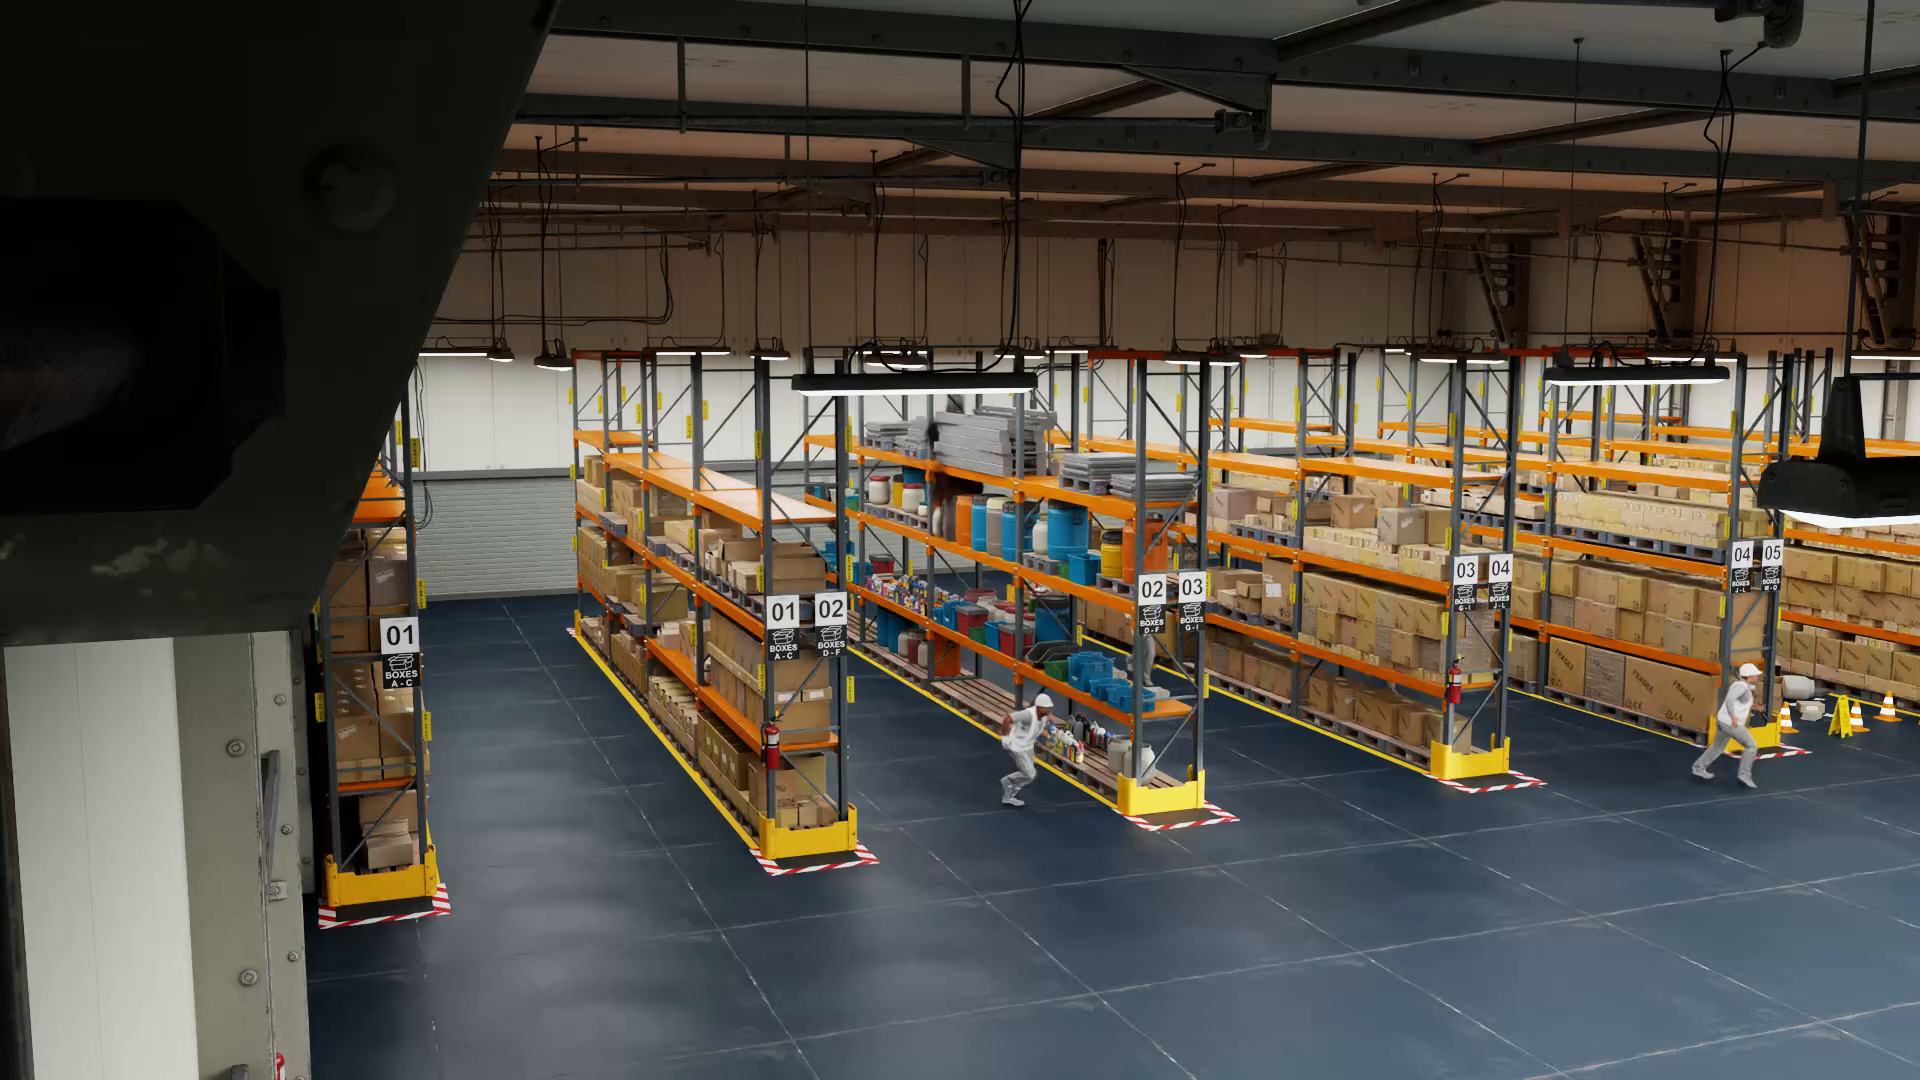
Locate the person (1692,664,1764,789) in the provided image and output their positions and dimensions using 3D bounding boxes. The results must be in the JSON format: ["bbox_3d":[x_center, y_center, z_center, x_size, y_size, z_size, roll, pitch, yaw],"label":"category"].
[{"bbox_3d":[10.799,2.595,23.324,0.912,1.771,0.677,2,7,16],"label":"person"}]

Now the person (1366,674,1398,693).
[{"bbox_3d":[7.571,1.882,29.458,0.664,1.686,0.881,-5,9,-35],"label":"person"}]

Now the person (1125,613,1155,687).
[{"bbox_3d":[3.301,1.720,30.141,0.709,1.762,0.825,-3,8,-23],"label":"person"}]

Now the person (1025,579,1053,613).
[{"bbox_3d":[1.602,1.234,33.910,0.680,1.839,0.842,-4,8,-28],"label":"person"}]

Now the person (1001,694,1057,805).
[{"bbox_3d":[0.883,2.804,22.105,0.820,1.590,0.715,5,9,37],"label":"person"}]
